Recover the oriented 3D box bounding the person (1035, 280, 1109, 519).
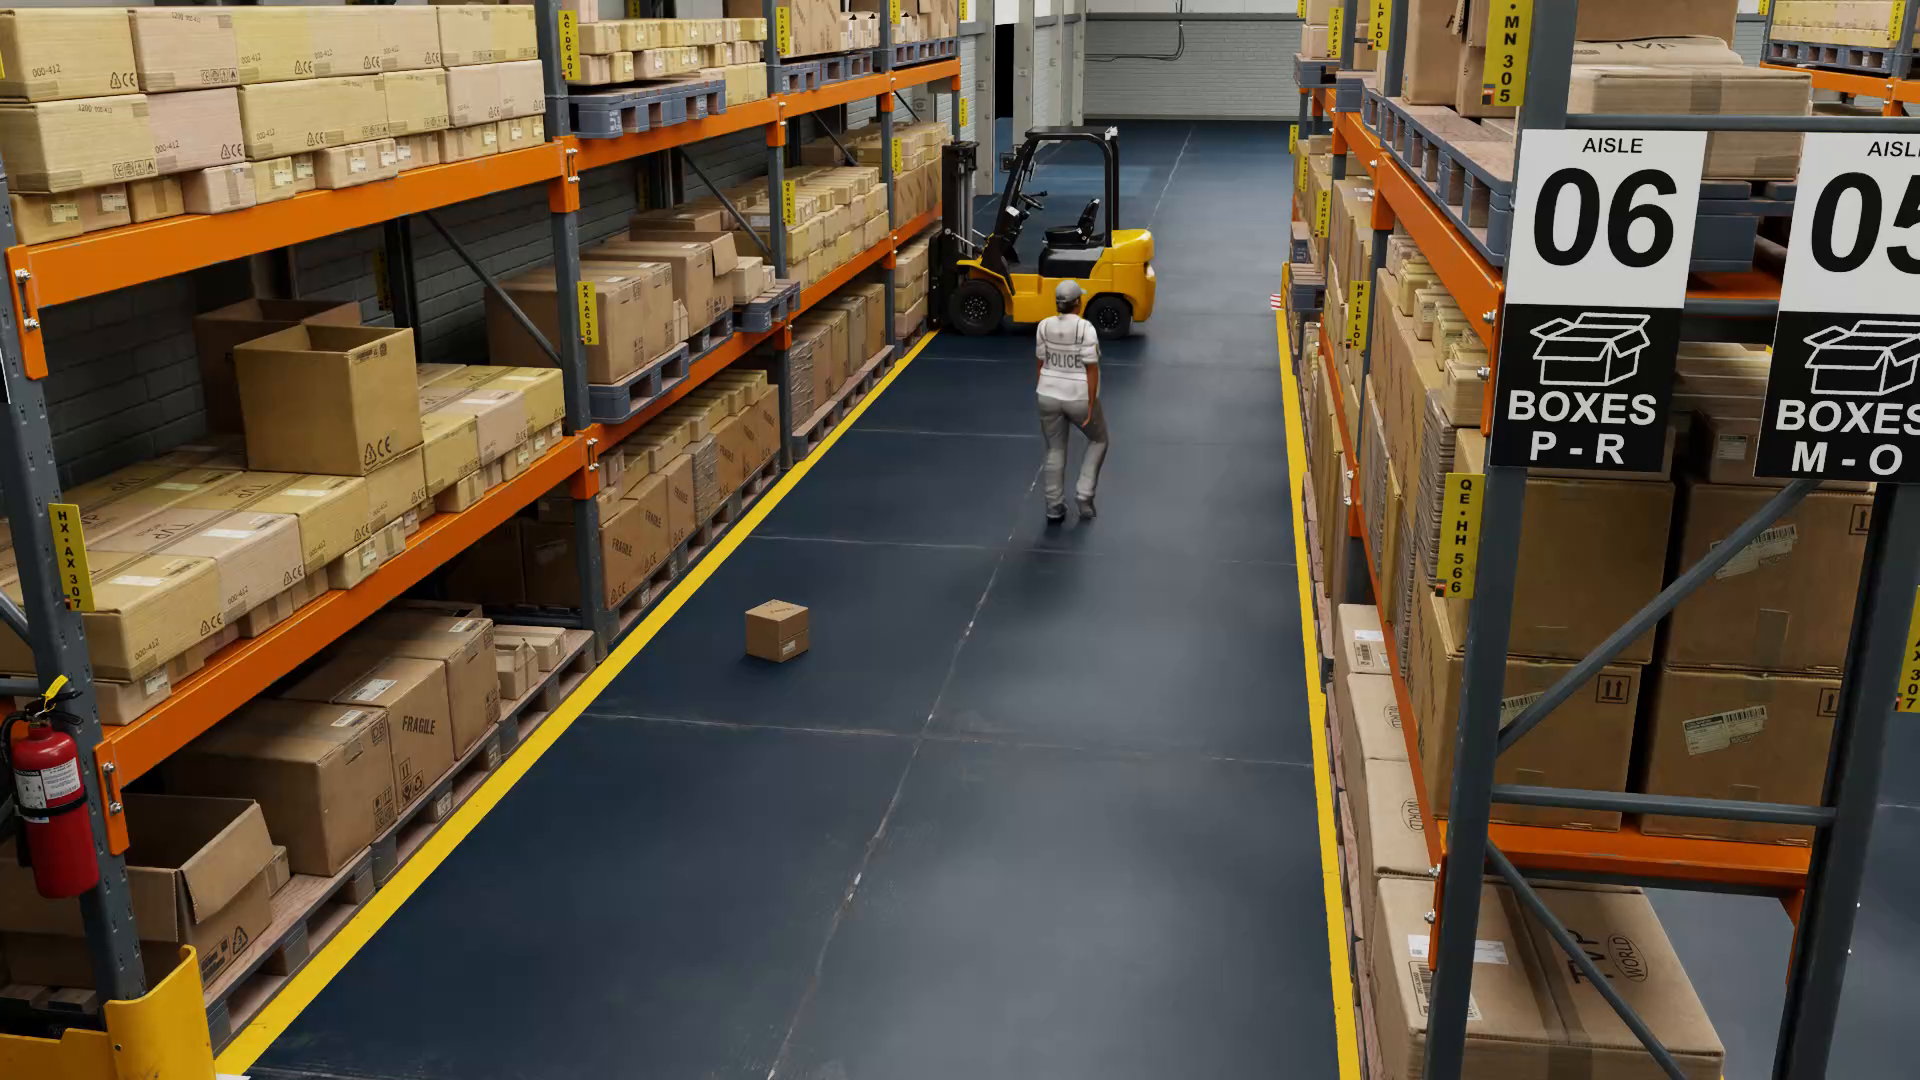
[{"bbox_3d":[0.763,-0.954,11.481,0.478,1.703,0.471,7,19,22],"label":"person"}]
